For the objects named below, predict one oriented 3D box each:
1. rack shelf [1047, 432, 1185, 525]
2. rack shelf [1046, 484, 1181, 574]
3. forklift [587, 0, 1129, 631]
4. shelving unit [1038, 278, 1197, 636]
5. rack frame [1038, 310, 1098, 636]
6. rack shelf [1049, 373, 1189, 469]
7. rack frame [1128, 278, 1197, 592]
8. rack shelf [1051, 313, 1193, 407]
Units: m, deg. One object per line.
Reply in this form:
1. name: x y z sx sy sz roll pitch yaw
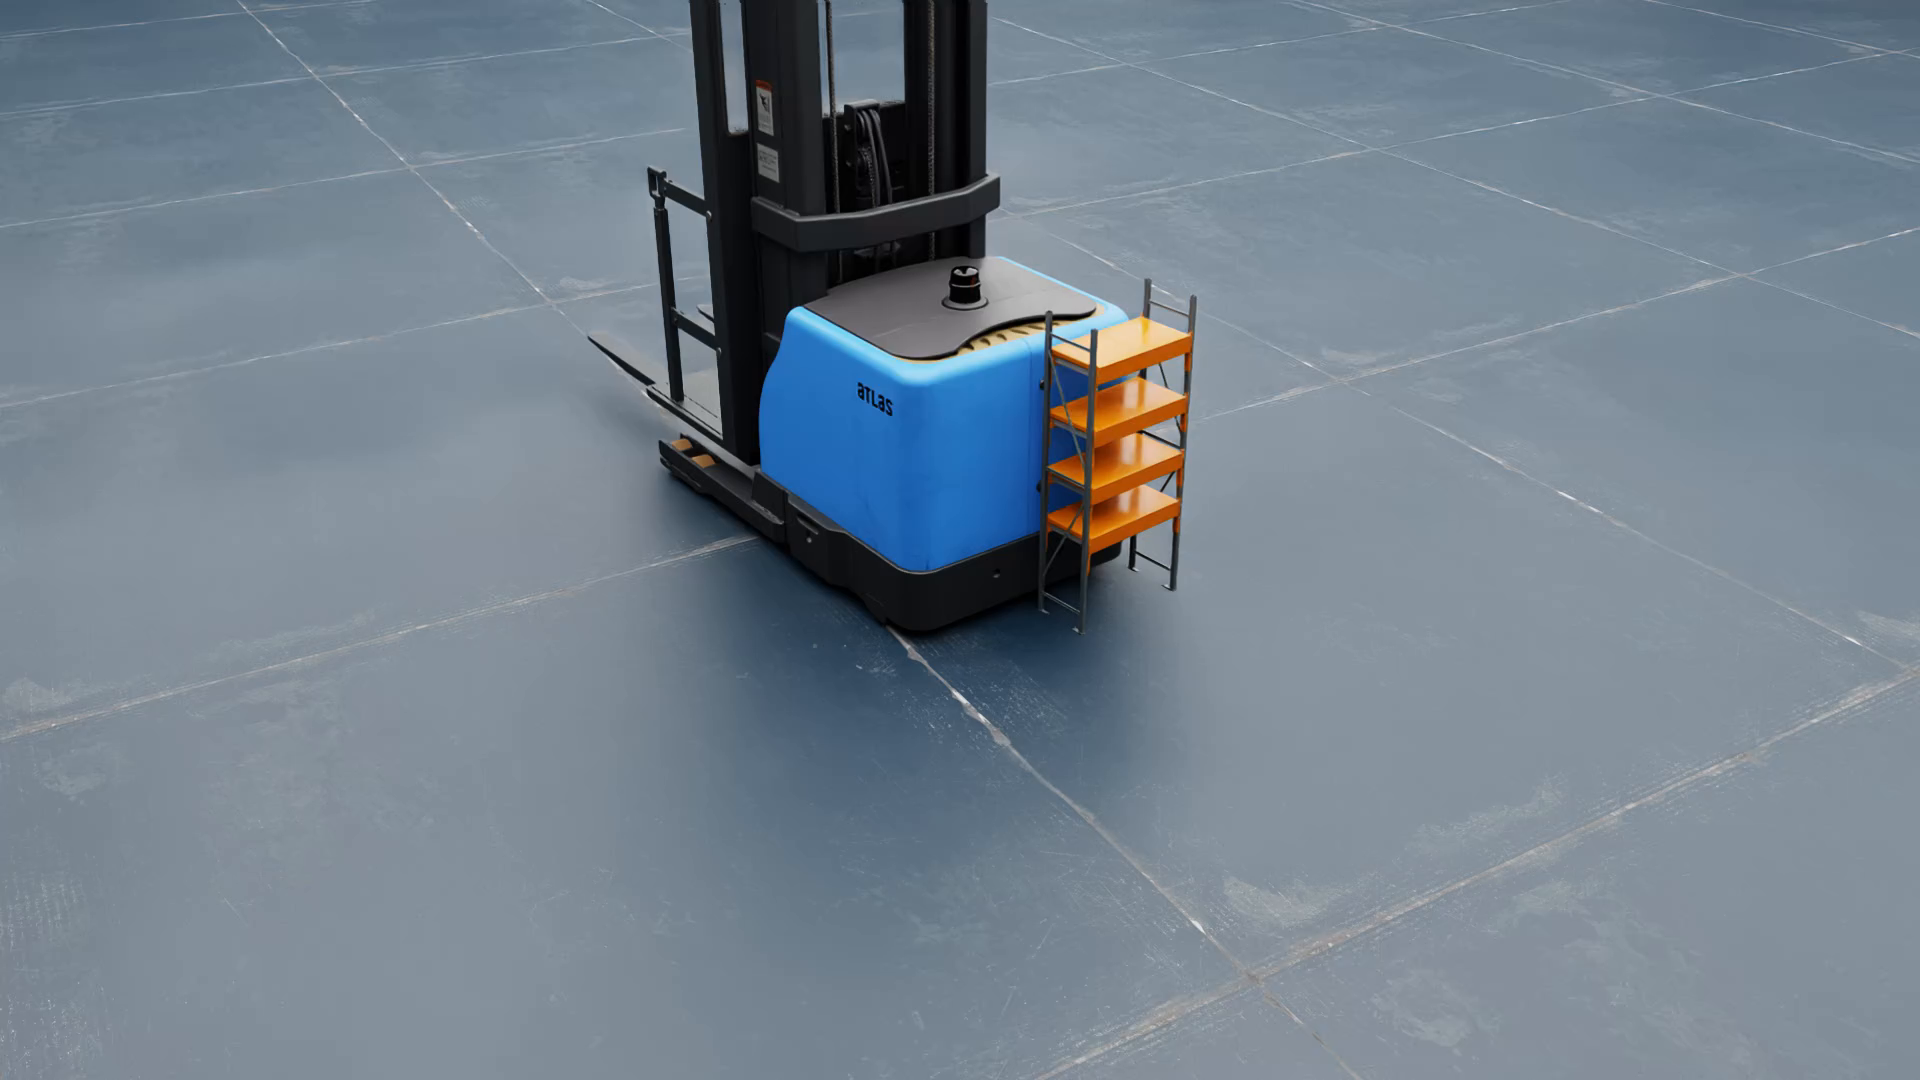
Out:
1. rack shelf: 0.562 -0.236 6.076 0.480 0.148 0.258 -23 36 -35
2. rack shelf: 0.562 -0.062 6.172 0.480 0.148 0.258 -23 36 -35
3. forklift: -0.650 -1.608 6.631 1.130 2.935 3.031 -20 35 -32
4. shelving unit: 0.562 -0.295 6.043 0.503 1.200 0.258 -23 36 -35
5. rack frame: 0.377 -0.218 5.904 0.015 1.200 0.240 -23 36 -35
6. rack shelf: 0.562 -0.432 5.968 0.480 0.148 0.258 -23 36 -35
7. rack frame: 0.747 -0.372 6.182 0.015 1.200 0.240 -23 36 -35
8. rack shelf: 0.562 -0.639 5.853 0.480 0.148 0.258 -23 36 -35
